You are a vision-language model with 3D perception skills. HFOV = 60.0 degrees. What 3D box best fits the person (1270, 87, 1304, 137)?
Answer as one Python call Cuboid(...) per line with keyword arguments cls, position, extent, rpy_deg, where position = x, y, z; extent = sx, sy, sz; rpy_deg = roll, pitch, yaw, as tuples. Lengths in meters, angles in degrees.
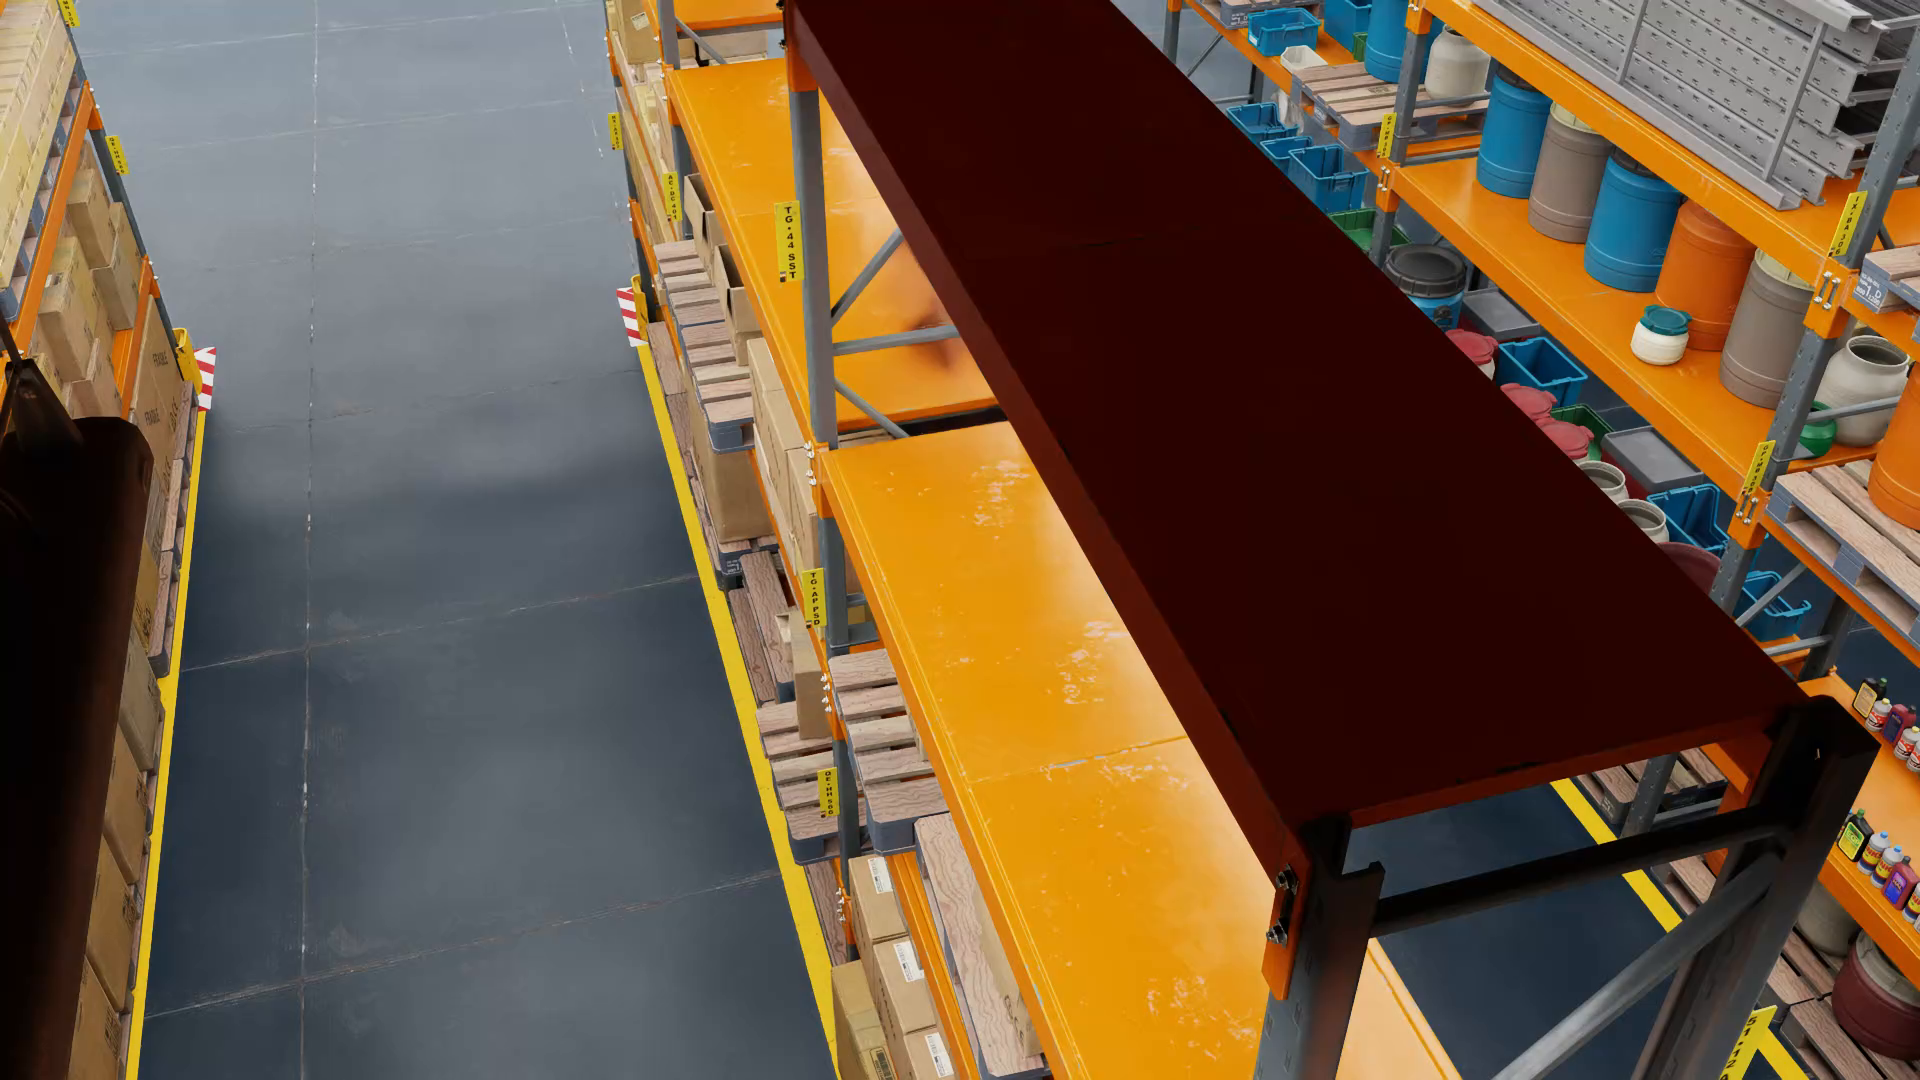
Cuboid(cls="person", position=(3.300, -4.066, 16.770), extent=(0.726, 1.464, 0.608), rpy_deg=(28, 46, 31))
